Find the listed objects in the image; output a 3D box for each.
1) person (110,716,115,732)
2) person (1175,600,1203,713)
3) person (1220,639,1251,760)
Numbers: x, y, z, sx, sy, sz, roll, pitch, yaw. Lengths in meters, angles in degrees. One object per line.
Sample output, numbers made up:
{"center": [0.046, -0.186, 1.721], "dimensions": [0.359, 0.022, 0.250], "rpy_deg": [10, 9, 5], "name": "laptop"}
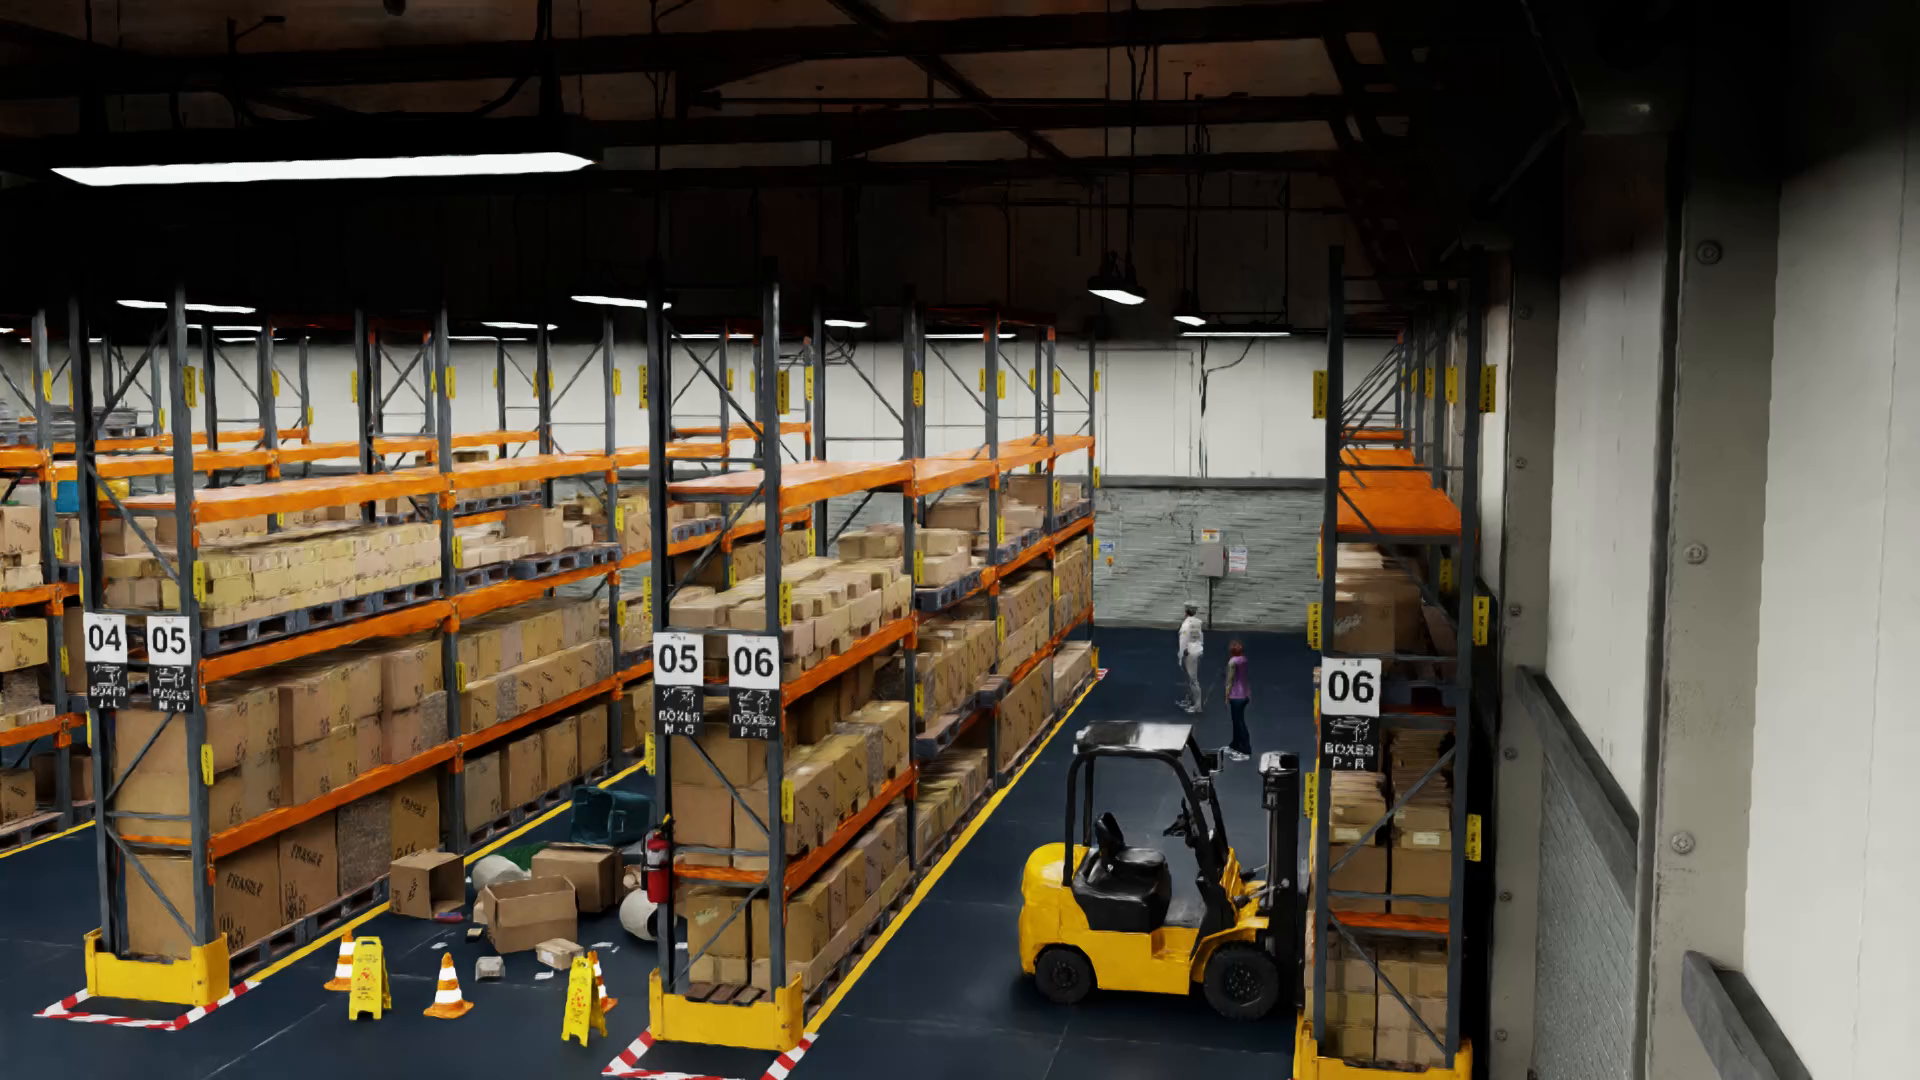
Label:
{"center": [-11.436, 2.045, 23.040], "dimensions": [0.478, 1.567, 1.093], "rpy_deg": [1, 6, 10], "name": "person"}
{"center": [3.501, 1.758, 25.384], "dimensions": [0.557, 1.662, 0.592], "rpy_deg": [4, 7, 33], "name": "person"}
{"center": [3.691, 2.112, 22.245], "dimensions": [0.542, 1.588, 0.540], "rpy_deg": [4, 7, 34], "name": "person"}
